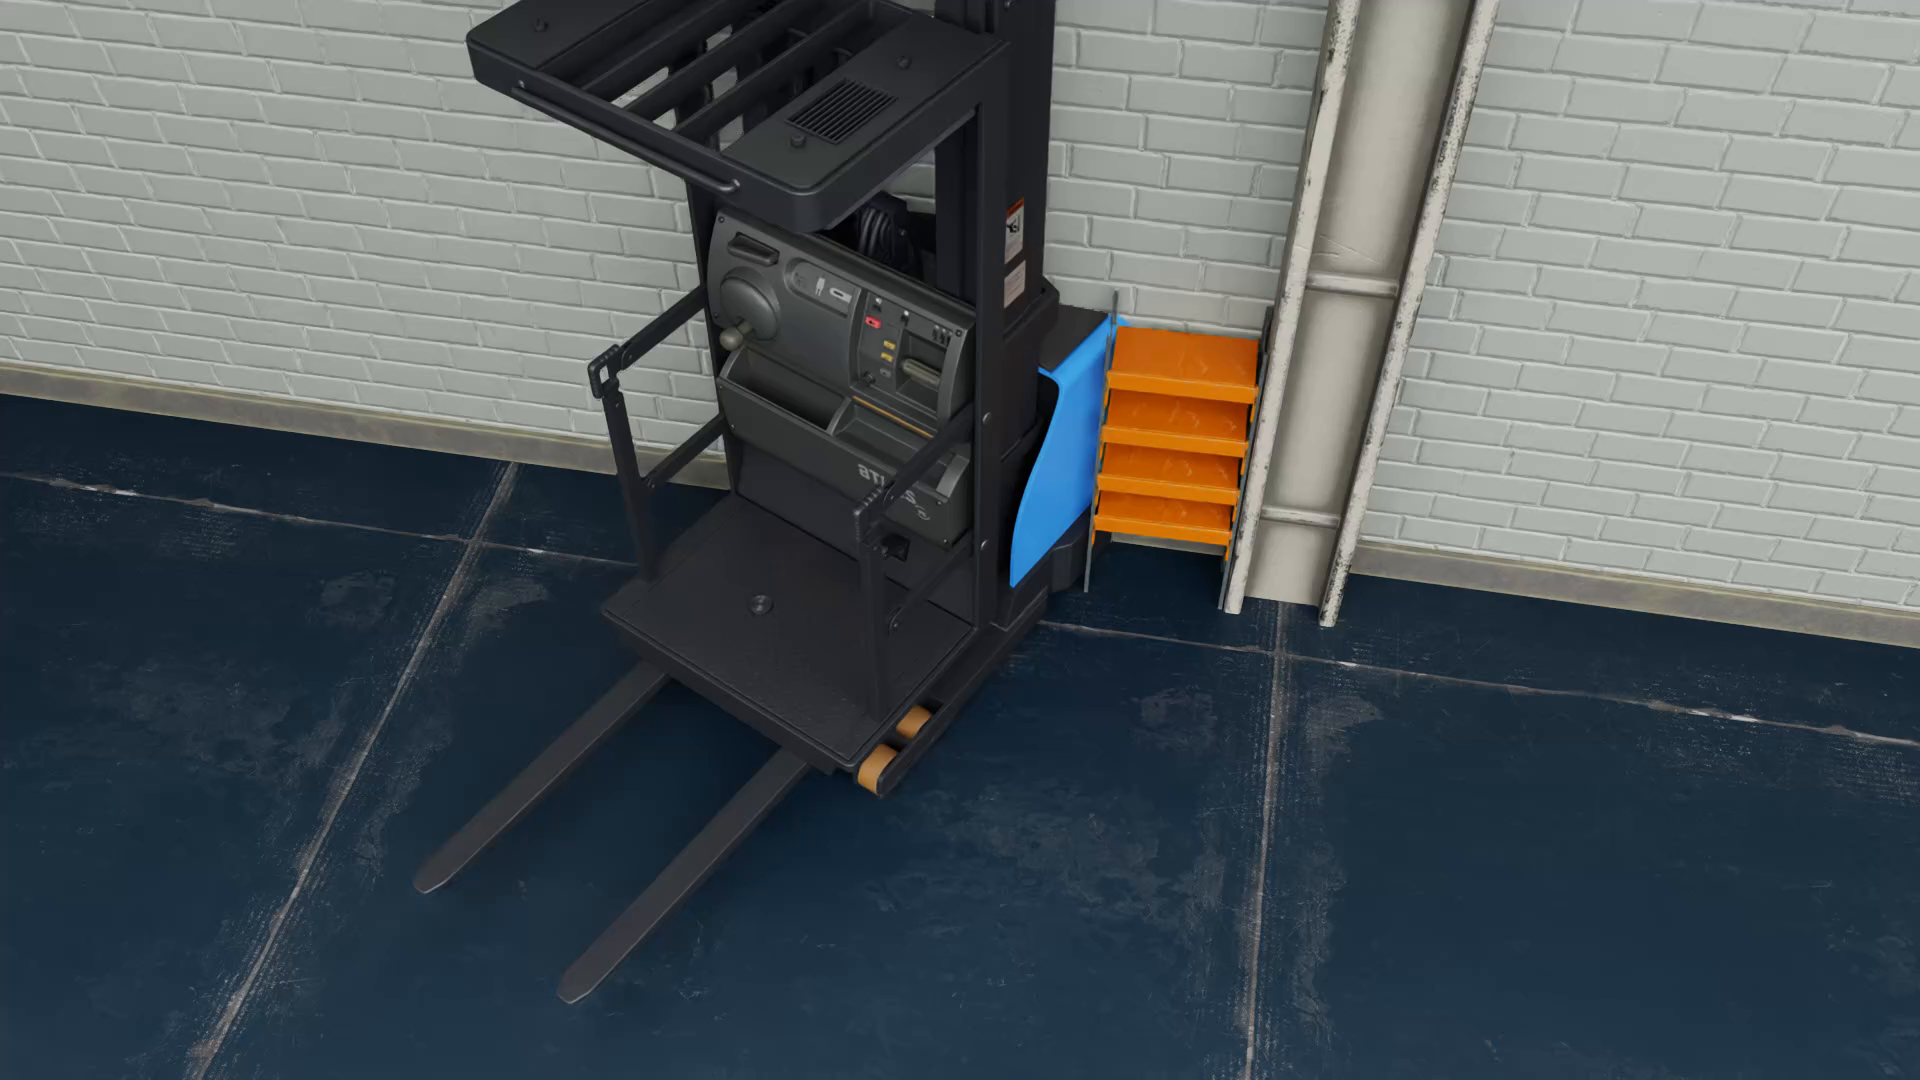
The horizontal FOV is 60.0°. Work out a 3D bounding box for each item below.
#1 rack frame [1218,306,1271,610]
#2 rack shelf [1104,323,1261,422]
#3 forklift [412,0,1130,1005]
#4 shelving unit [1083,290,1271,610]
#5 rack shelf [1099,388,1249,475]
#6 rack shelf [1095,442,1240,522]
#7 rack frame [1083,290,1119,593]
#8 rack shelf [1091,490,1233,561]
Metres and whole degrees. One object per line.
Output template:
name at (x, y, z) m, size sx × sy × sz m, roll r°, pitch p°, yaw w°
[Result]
rack frame at (0.963, -0.247, 5.661) m, size 0.015 × 1.200 × 0.240 m, roll 7°, pitch 47°, yaw 6°
rack shelf at (0.725, -0.546, 5.401) m, size 0.480 × 0.148 × 0.258 m, roll 7°, pitch 47°, yaw 6°
forklift at (-0.497, -0.558, 4.781) m, size 1.130 × 2.935 × 3.031 m, roll 28°, pitch 54°, yaw 23°
shelving unit at (0.722, -0.276, 5.686) m, size 0.503 × 1.200 × 0.258 m, roll 7°, pitch 47°, yaw 6°
rack shelf at (0.723, -0.384, 5.573) m, size 0.480 × 0.148 × 0.258 m, roll 7°, pitch 47°, yaw 6°
rack shelf at (0.721, -0.230, 5.735) m, size 0.480 × 0.148 × 0.258 m, roll 7°, pitch 47°, yaw 6°
rack frame at (0.481, -0.305, 5.711) m, size 0.015 × 1.200 × 0.240 m, roll 7°, pitch 47°, yaw 6°
rack shelf at (0.720, -0.094, 5.879) m, size 0.480 × 0.148 × 0.258 m, roll 7°, pitch 47°, yaw 6°
